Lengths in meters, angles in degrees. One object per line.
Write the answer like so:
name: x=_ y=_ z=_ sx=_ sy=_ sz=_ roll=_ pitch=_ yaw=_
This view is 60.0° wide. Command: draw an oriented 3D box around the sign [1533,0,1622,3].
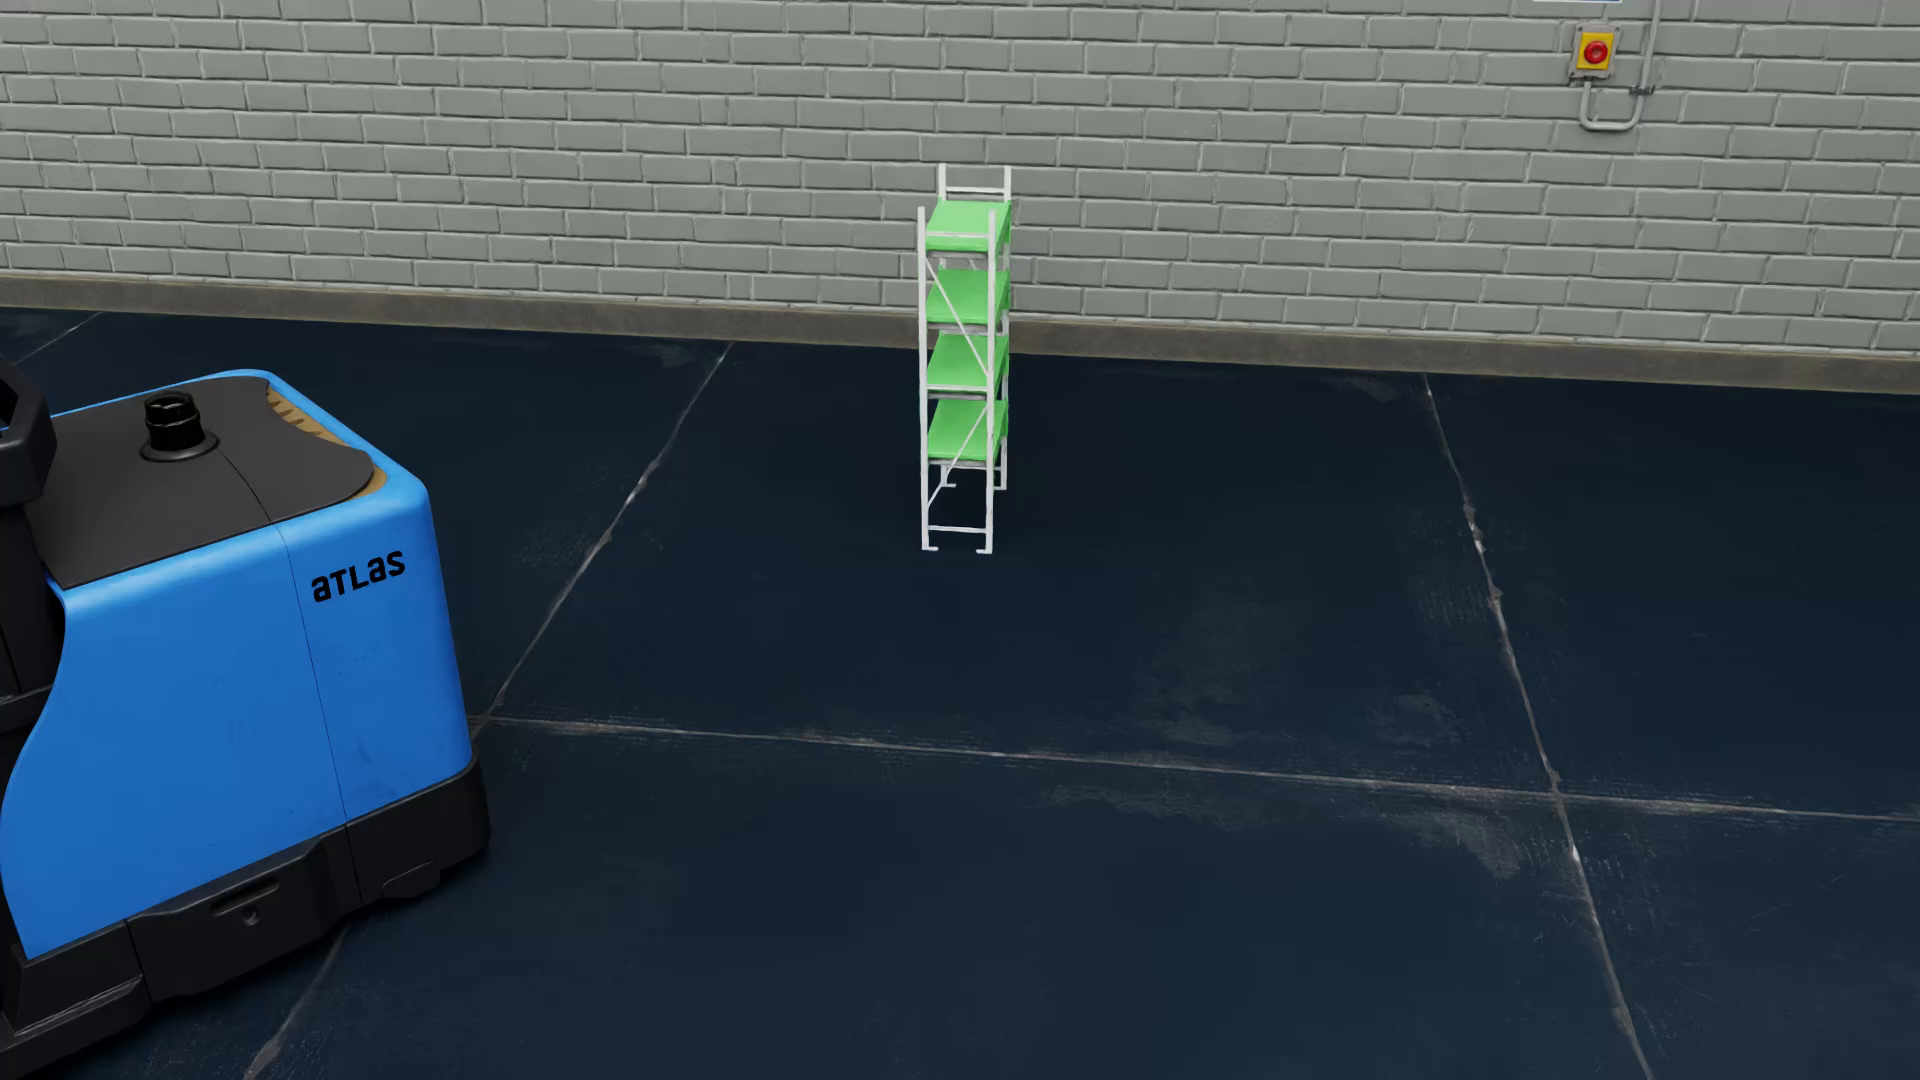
sign: x=2.349 y=-2.144 z=6.281 sx=0.327 sy=0.218 sz=0.001 roll=3 pitch=28 yaw=6

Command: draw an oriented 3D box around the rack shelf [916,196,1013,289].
rack shelf: x=0.020 y=-0.972 z=5.413 sx=0.258 sy=0.148 sz=0.480 roll=3 pitch=28 yaw=6

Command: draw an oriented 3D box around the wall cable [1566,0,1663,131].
wall cable: x=2.390 y=-2.454 z=6.038 sx=0.585 sy=1.953 sz=0.123 roll=3 pitch=28 yaw=6

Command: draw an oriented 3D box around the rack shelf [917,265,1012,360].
rack shelf: x=0.020 y=-0.761 z=5.527 sx=0.258 sy=0.148 sz=0.480 roll=3 pitch=28 yaw=6

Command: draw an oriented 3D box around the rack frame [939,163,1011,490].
rack frame: x=0.050 y=-0.721 z=5.823 sx=0.240 sy=1.200 sz=0.015 roll=3 pitch=28 yaw=6

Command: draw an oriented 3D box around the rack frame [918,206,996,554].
rack frame: x=-0.010 y=-0.491 z=5.397 sx=0.240 sy=1.200 sz=0.015 roll=3 pitch=28 yaw=6

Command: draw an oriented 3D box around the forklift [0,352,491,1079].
forklift: x=-2.621 y=-0.177 z=2.988 sx=3.031 sy=2.935 sz=1.130 roll=-23 pitch=36 yaw=-36

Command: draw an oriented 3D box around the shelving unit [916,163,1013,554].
shelving unit: x=0.020 y=-0.606 z=5.610 sx=0.258 sy=1.200 sz=0.503 roll=3 pitch=28 yaw=6

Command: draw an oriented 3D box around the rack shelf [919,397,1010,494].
rack shelf: x=0.020 y=-0.339 z=5.754 sx=0.258 sy=0.148 sz=0.480 roll=3 pitch=28 yaw=6

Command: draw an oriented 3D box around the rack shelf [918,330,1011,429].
rack shelf: x=0.020 y=-0.550 z=5.640 sx=0.258 sy=0.148 sz=0.480 roll=3 pitch=28 yaw=6
